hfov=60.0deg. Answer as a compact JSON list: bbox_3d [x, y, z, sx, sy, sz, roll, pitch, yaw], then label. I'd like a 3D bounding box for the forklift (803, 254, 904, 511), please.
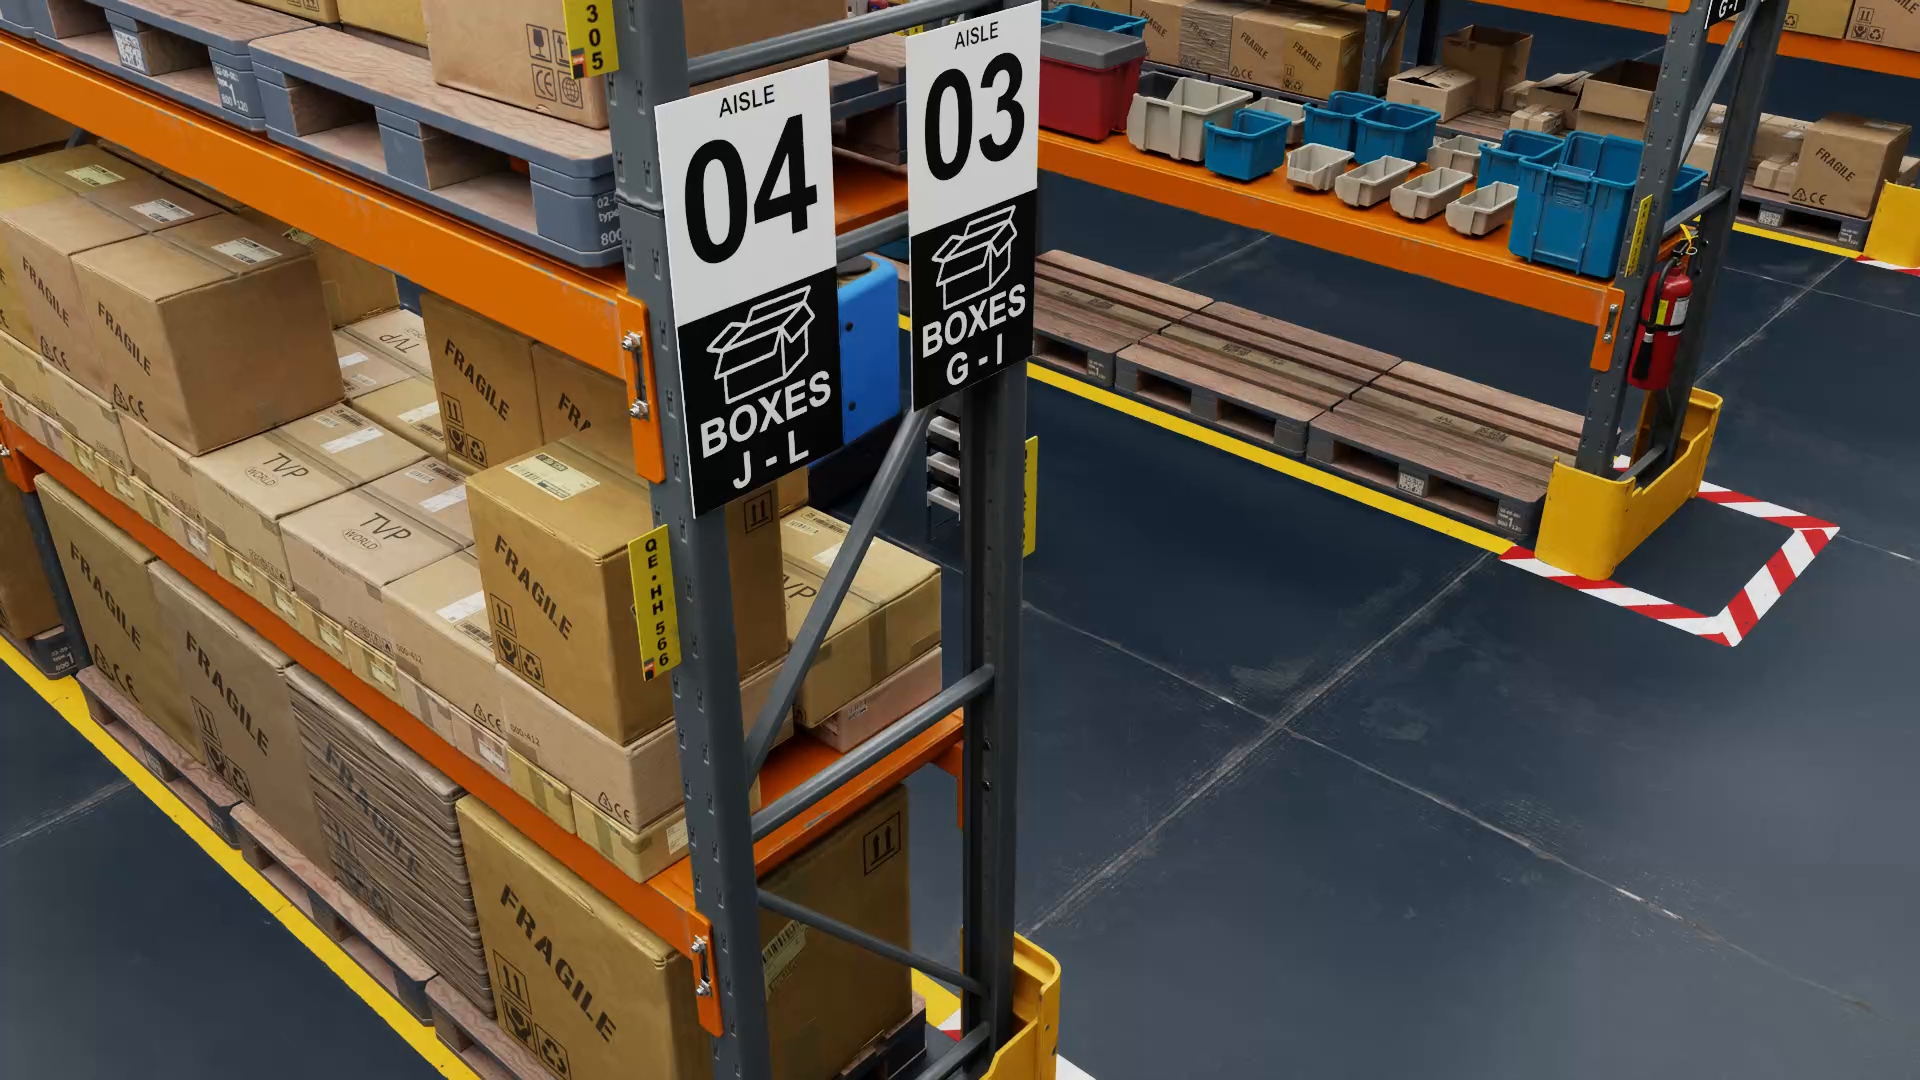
[{"bbox_3d":[-1.782,-1.874,8.020,3.031,2.935,1.130,20,36,29],"label":"forklift"}]

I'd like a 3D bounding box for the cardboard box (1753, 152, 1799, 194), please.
[{"bbox_3d":[5.619,-2.509,11.331,0.250,0.166,0.380,25,39,35],"label":"cardboard box"}]

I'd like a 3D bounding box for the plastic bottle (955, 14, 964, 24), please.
[{"bbox_3d":[0.061,-2.996,9.867,0.185,0.351,0.144,25,39,35],"label":"plastic bottle"}]

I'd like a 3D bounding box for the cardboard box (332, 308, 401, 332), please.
[{"bbox_3d":[-2.300,-0.696,5.855,0.500,0.250,0.500,26,40,36],"label":"cardboard box"}]

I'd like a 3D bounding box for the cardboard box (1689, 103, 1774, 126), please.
[{"bbox_3d":[5.473,-2.919,11.931,0.500,0.250,0.500,25,39,35],"label":"cardboard box"}]

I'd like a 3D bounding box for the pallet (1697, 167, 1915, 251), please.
[{"bbox_3d":[5.779,-2.373,11.488,1.213,0.211,1.003,25,39,35],"label":"pallet"}]

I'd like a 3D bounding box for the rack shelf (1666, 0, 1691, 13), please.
[{"bbox_3d":[1.617,-3.042,7.685,4.000,0.370,1.077,25,39,35],"label":"rack shelf"}]

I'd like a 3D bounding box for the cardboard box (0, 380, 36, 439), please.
[{"bbox_3d":[-3.193,-0.526,5.960,0.250,0.149,0.380,25,39,35],"label":"cardboard box"}]

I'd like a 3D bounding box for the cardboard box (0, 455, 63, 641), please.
[{"bbox_3d":[-3.677,-0.347,7.071,0.875,0.875,1.225,25,39,35],"label":"cardboard box"}]

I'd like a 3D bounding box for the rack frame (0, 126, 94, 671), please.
[{"bbox_3d":[-3.189,-0.864,6.276,0.127,3.000,1.000,25,39,35],"label":"rack frame"}]

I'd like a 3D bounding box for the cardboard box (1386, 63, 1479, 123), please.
[{"bbox_3d":[3.627,-3.459,12.768,0.500,0.311,0.500,25,39,35],"label":"cardboard box"}]

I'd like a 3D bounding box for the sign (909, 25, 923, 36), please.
[{"bbox_3d":[-0.236,-2.667,9.003,0.005,0.325,0.100,25,39,35],"label":"sign"}]

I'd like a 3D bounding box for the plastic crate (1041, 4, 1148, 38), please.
[{"bbox_3d":[0.710,-2.745,9.359,0.575,0.384,0.392,25,39,35],"label":"plastic crate"}]

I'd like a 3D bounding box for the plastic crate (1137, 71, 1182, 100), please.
[{"bbox_3d":[1.145,-2.381,9.005,0.590,0.125,0.437,25,39,35],"label":"plastic crate"}]

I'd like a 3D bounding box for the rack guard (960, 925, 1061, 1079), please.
[{"bbox_3d":[-0.205,1.600,4.608,0.348,0.500,1.175,25,39,35],"label":"rack guard"}]

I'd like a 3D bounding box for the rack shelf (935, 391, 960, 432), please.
[{"bbox_3d":[0.006,-0.585,7.391,0.200,0.077,0.258,25,39,35],"label":"rack shelf"}]

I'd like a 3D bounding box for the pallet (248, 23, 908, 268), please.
[{"bbox_3d":[-0.780,-0.979,3.646,1.213,0.211,1.003,25,39,35],"label":"pallet"}]

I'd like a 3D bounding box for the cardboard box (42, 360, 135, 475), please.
[{"bbox_3d":[-2.651,-0.490,5.513,0.500,0.250,0.500,25,39,35],"label":"cardboard box"}]

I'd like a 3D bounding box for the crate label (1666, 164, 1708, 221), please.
[{"bbox_3d":[3.138,-1.539,7.502,0.303,0.233,0.416,25,39,35],"label":"crate label"}]

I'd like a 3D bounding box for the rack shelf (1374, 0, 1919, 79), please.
[{"bbox_3d":[4.944,-3.650,11.602,4.000,0.370,1.077,25,39,35],"label":"rack shelf"}]

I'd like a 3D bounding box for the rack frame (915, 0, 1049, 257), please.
[{"bbox_3d":[0.135,-2.758,9.422,0.127,3.000,1.000,25,39,35],"label":"rack frame"}]

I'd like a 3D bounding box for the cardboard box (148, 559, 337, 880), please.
[{"bbox_3d":[-2.086,0.437,5.768,0.875,0.875,0.875,25,39,35],"label":"cardboard box"}]

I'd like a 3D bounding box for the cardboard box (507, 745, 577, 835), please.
[{"bbox_3d":[-0.902,0.542,4.185,0.250,0.149,0.380,25,39,36],"label":"cardboard box"}]

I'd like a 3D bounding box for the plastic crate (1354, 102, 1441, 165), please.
[{"bbox_3d":[2.162,-1.994,8.259,0.300,0.233,0.416,25,39,35],"label":"plastic crate"}]

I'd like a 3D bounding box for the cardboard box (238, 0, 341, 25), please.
[{"bbox_3d":[-1.397,-1.591,3.975,0.500,0.500,0.700,22,37,32],"label":"cardboard box"}]

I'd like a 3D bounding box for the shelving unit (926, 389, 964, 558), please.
[{"bbox_3d":[0.006,-0.383,7.513,0.210,0.900,0.258,25,39,35],"label":"shelving unit"}]

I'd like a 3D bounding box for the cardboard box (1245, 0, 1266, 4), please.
[{"bbox_3d":[2.498,-4.385,14.122,0.500,0.500,0.500,26,39,36],"label":"cardboard box"}]

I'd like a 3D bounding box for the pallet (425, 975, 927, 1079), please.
[{"bbox_3d":[-0.869,1.469,5.106,1.213,0.211,1.003,25,39,35],"label":"pallet"}]

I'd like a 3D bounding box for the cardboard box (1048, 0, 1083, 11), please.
[{"bbox_3d":[1.033,-4.707,14.657,0.500,0.500,0.500,23,38,33],"label":"cardboard box"}]

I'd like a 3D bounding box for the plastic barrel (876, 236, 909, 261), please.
[{"bbox_3d":[-0.257,-2.233,10.179,0.708,0.901,0.600,25,39,35],"label":"plastic barrel"}]

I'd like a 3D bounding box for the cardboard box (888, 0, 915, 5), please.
[{"bbox_3d":[-0.443,-5.303,15.909,0.500,0.250,0.500,25,39,35],"label":"cardboard box"}]

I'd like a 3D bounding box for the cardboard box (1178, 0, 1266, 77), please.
[{"bbox_3d":[2.171,-4.177,13.778,0.500,0.500,0.500,26,39,36],"label":"cardboard box"}]

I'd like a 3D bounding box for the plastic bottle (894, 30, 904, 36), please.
[{"bbox_3d":[-0.364,-3.189,10.332,0.097,0.201,0.097,0,31,0],"label":"plastic bottle"}]

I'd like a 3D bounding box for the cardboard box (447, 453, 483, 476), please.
[{"bbox_3d":[-1.158,-0.165,4.972,0.500,0.250,0.500,24,38,34],"label":"cardboard box"}]

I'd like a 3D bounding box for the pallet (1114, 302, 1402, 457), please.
[{"bbox_3d":[1.615,-0.901,9.042,1.213,0.211,1.003,25,39,35],"label":"pallet"}]

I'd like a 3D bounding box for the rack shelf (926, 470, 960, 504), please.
[{"bbox_3d":[0.006,-0.277,7.577,0.200,0.077,0.258,25,39,35],"label":"rack shelf"}]

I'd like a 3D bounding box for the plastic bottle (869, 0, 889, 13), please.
[{"bbox_3d":[-0.509,-3.305,10.445,0.133,0.283,0.061,25,39,35],"label":"plastic bottle"}]

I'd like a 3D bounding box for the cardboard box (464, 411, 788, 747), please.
[{"bbox_3d":[-0.761,0.068,3.858,0.500,0.500,0.500,26,39,36],"label":"cardboard box"}]

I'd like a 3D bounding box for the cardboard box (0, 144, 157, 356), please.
[{"bbox_3d":[-3.005,-0.985,5.607,0.500,0.500,0.500,25,39,35],"label":"cardboard box"}]

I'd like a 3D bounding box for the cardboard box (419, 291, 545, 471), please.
[{"bbox_3d":[-1.157,-0.483,4.774,0.500,0.500,0.500,24,38,34],"label":"cardboard box"}]

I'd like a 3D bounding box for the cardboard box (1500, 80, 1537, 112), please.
[{"bbox_3d":[4.392,-3.422,12.864,0.250,0.149,0.380,25,39,35],"label":"cardboard box"}]

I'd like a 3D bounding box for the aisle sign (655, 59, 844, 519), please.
[{"bbox_3d":[-0.371,-0.453,3.074,0.004,0.787,0.394,25,39,35],"label":"aisle sign"}]

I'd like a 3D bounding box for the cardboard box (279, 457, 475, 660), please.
[{"bbox_3d":[-1.514,0.039,4.633,0.500,0.250,0.500,24,38,34],"label":"cardboard box"}]

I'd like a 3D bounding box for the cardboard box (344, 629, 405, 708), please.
[{"bbox_3d":[-1.466,0.278,4.623,0.250,0.149,0.380,24,39,34],"label":"cardboard box"}]

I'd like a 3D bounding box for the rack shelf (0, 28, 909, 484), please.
[{"bbox_3d":[-1.706,-1.148,4.538,4.000,0.370,1.077,25,39,35],"label":"rack shelf"}]

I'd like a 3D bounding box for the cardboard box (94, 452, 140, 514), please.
[{"bbox_3d":[-2.606,-0.254,5.508,0.250,0.149,0.380,24,38,34],"label":"cardboard box"}]

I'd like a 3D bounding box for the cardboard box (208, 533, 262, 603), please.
[{"bbox_3d":[-2.036,0.012,5.065,0.250,0.149,0.380,24,38,34],"label":"cardboard box"}]

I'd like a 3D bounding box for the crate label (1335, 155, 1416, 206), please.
[{"bbox_3d":[1.946,-1.692,7.850,0.243,0.136,0.396,25,39,35],"label":"crate label"}]

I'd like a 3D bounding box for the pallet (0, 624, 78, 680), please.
[{"bbox_3d":[-3.812,0.093,7.391,1.213,0.211,1.003,25,39,35],"label":"pallet"}]

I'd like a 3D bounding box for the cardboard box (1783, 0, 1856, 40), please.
[{"bbox_3d":[5.525,-3.538,10.622,0.500,0.500,0.500,25,39,35],"label":"cardboard box"}]

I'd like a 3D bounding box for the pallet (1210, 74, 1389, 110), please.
[{"bbox_3d":[2.833,-3.723,13.730,1.213,0.211,1.003,25,39,35],"label":"pallet"}]
